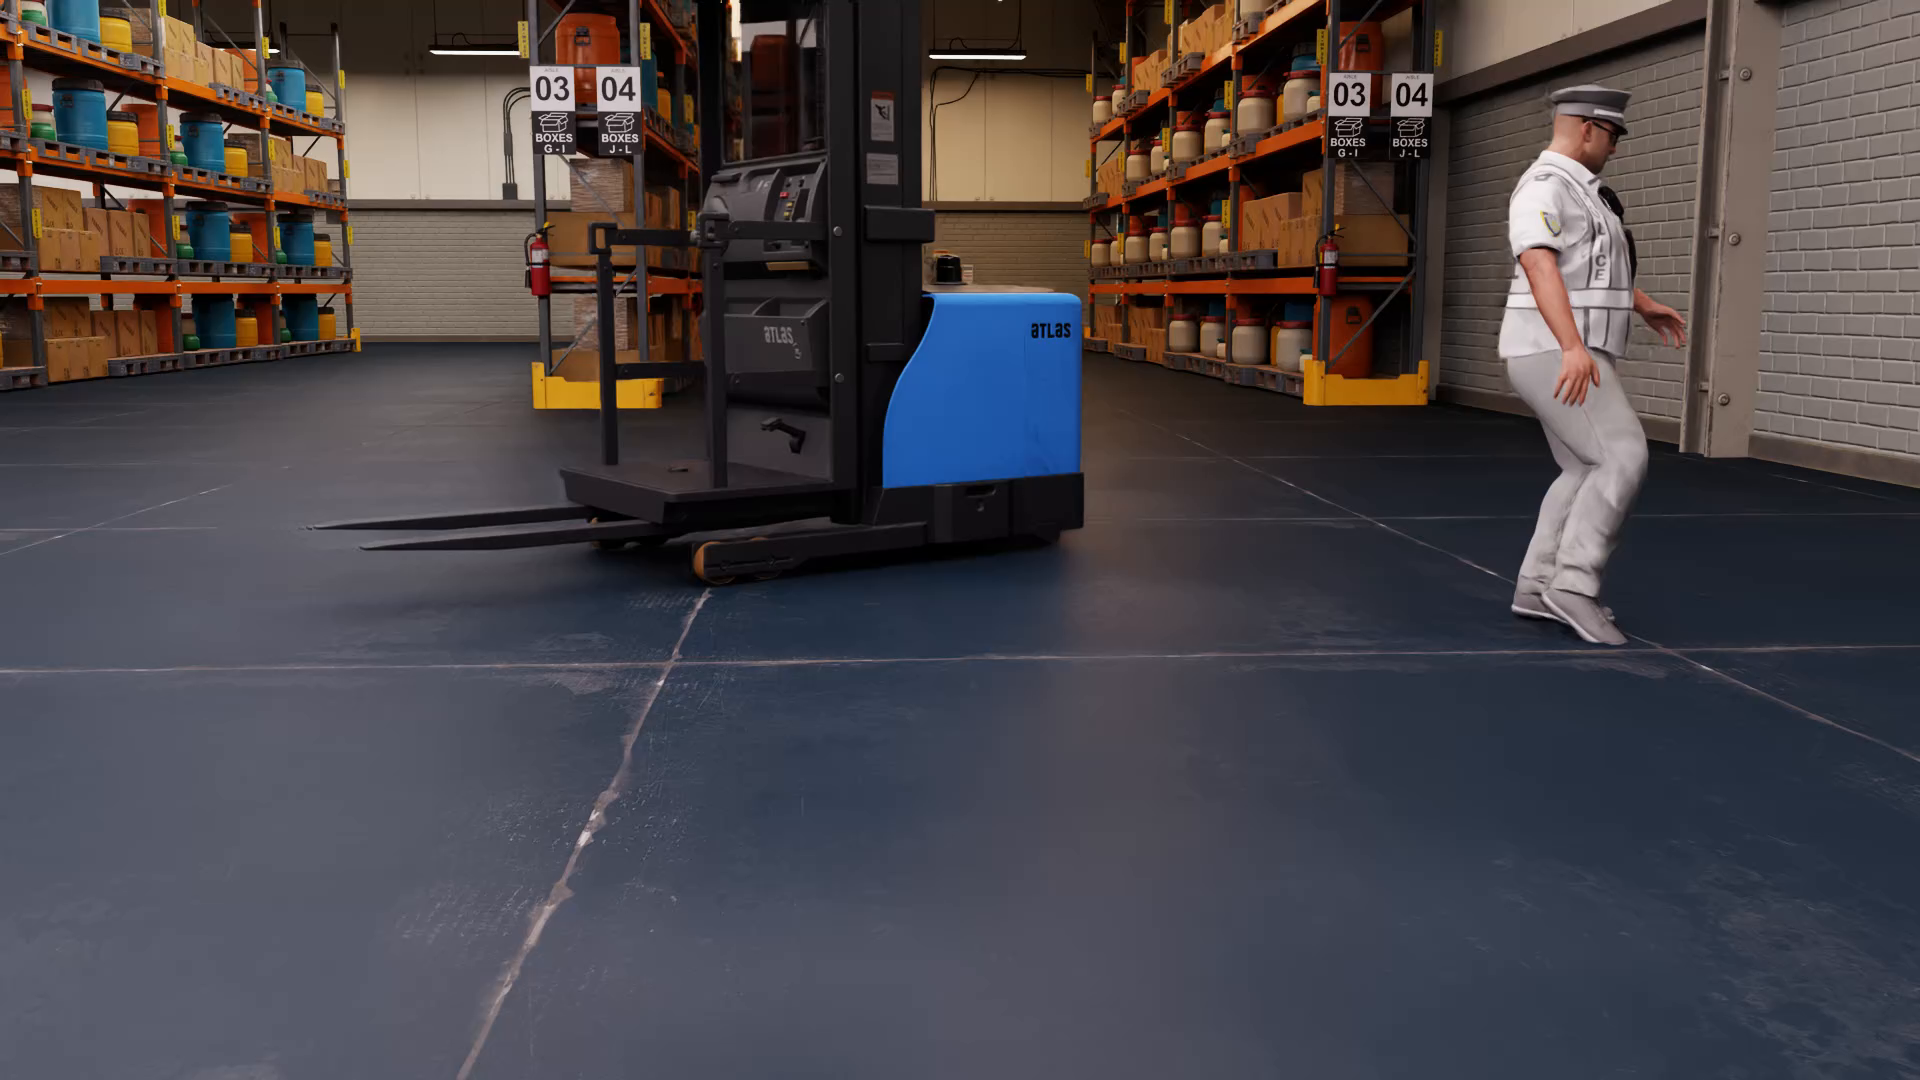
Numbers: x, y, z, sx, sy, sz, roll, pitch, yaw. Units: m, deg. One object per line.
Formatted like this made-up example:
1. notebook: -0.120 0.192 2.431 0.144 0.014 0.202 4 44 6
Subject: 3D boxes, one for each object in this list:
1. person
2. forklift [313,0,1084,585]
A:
1. person: 1.997 -0.546 5.327 0.493 1.780 0.923 5 10 32
2. forklift: -0.962 -1.369 6.551 3.031 2.935 1.130 -6 10 -35
